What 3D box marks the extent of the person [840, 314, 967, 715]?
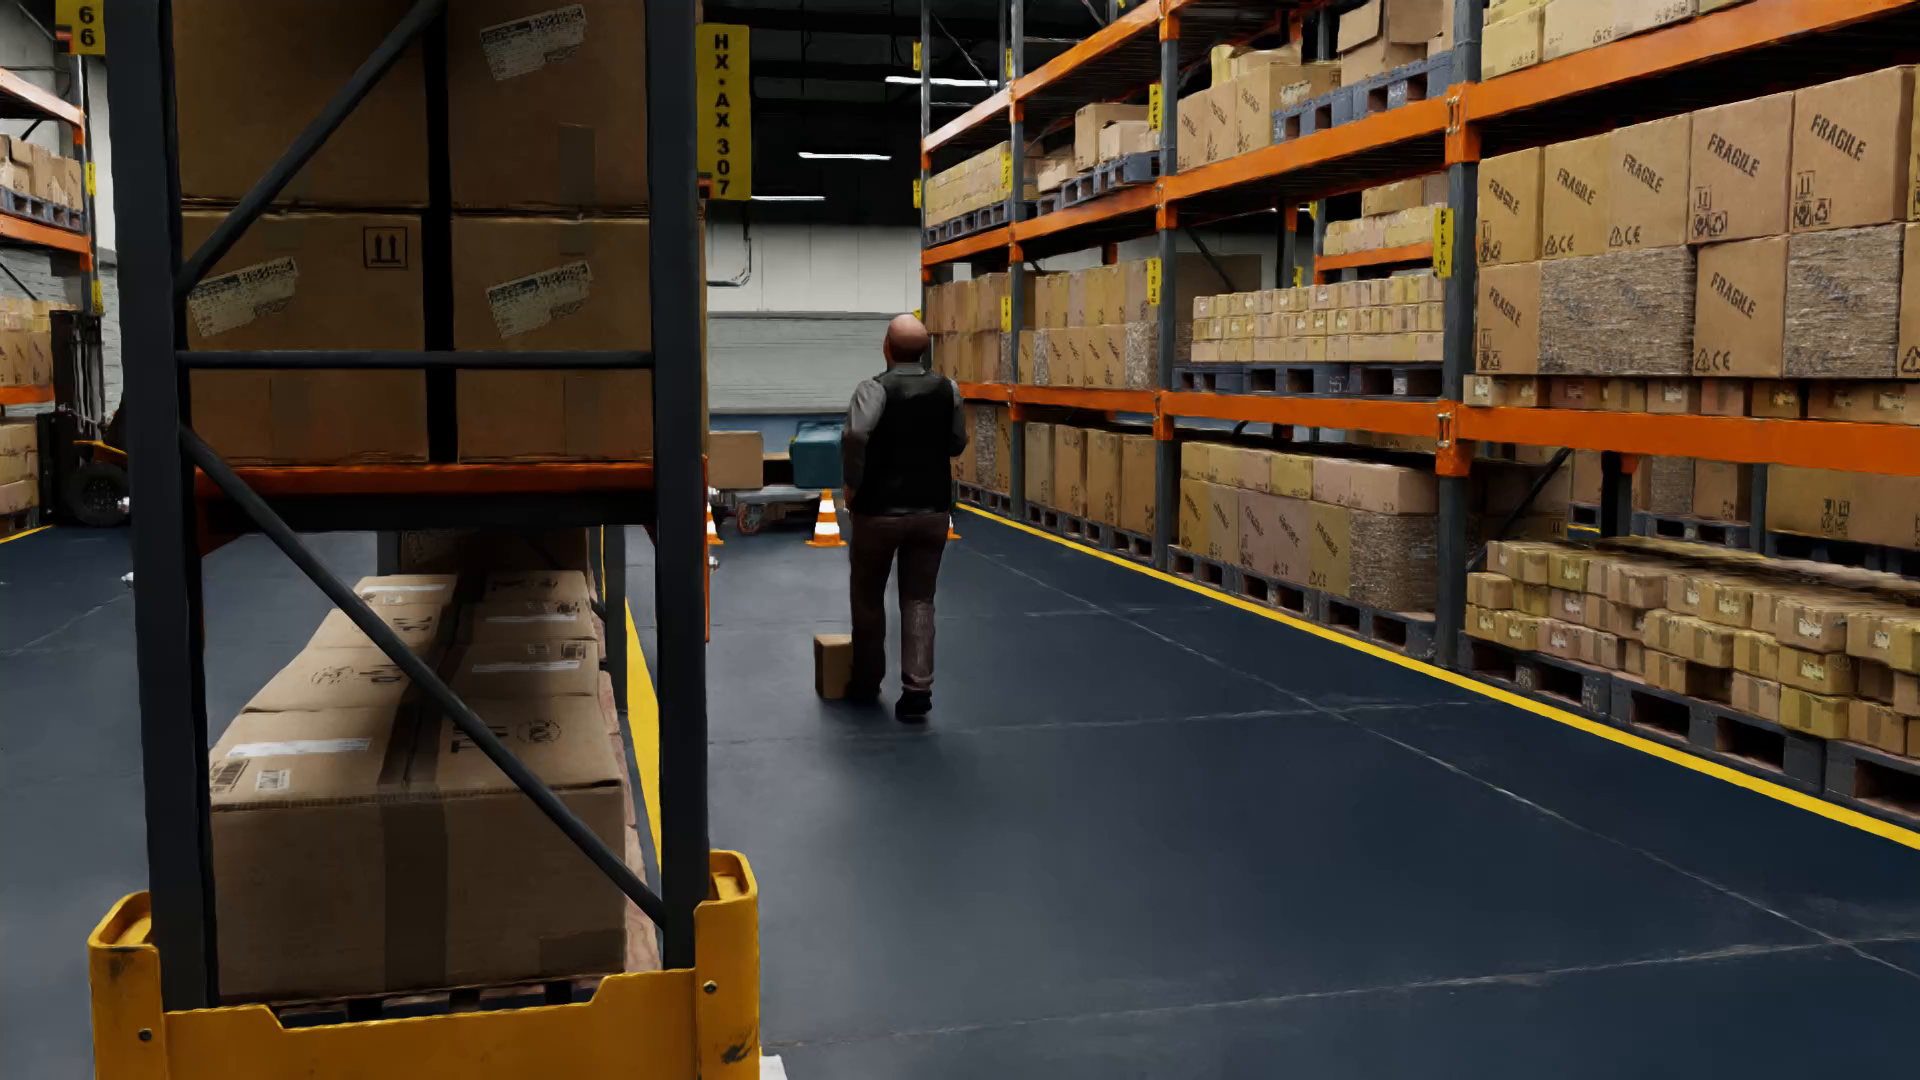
[{"bbox_3d":[-0.288,-0.113,7.174,0.617,1.702,0.843,-2,6,-16],"label":"person"}]
